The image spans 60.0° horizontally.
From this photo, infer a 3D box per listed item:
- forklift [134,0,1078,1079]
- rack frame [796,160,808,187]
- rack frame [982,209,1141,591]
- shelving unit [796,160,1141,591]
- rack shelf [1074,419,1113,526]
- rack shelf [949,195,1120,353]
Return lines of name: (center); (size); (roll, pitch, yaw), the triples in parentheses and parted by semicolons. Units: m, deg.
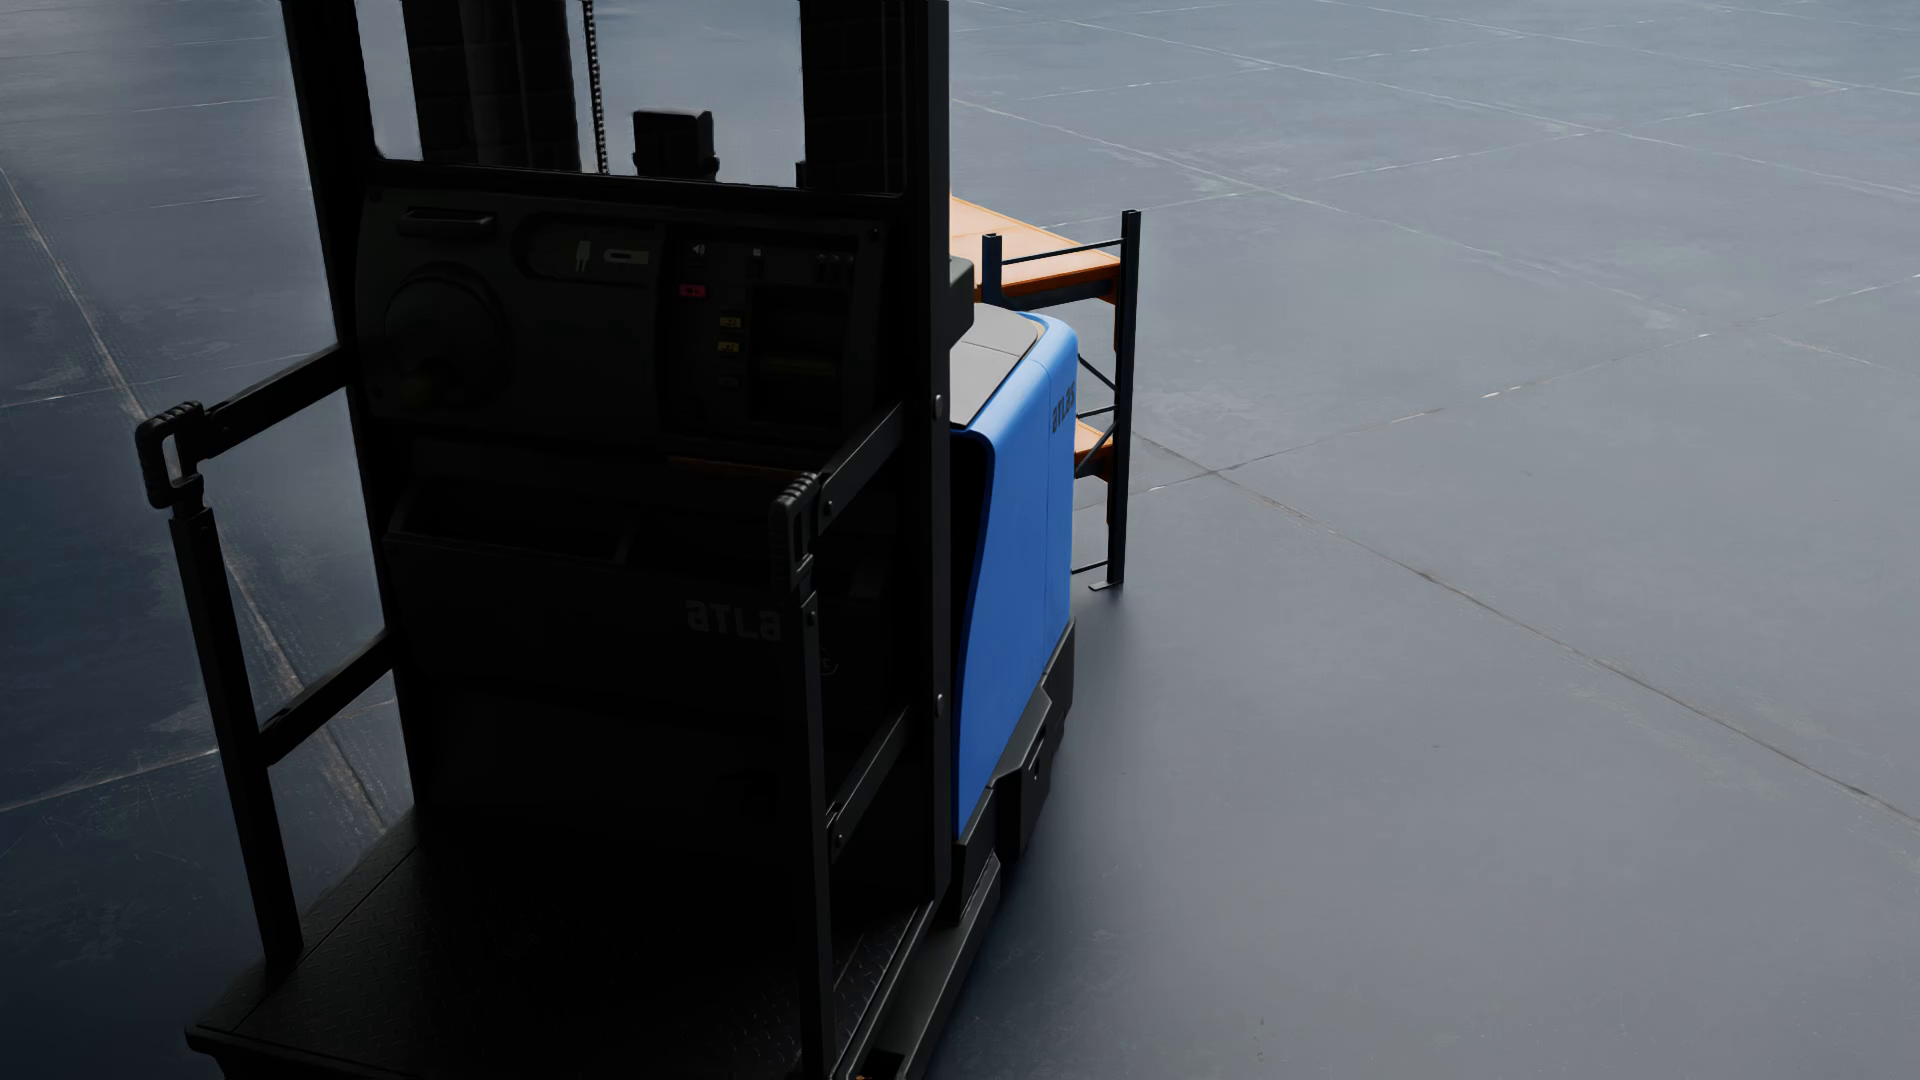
forklift: (-0.622, -0.330, 2.515); (1.130, 2.935, 3.031); (7, 26, 15)
rack frame: (-0.281, -0.693, 5.400); (0.500, 1.125, 0.032); (-16, 29, -30)
rack frame: (0.274, -0.329, 4.630); (0.500, 1.125, 0.032); (-16, 29, -30)
shelving unit: (-0.004, -0.511, 5.015); (0.538, 1.125, 1.048); (-16, 29, -30)
rack shelf: (-0.004, -0.290, 5.119); (0.538, 0.278, 1.000); (-16, 29, -30)
rack shelf: (-0.004, -0.776, 4.890); (0.538, 0.278, 1.000); (-16, 29, -30)
